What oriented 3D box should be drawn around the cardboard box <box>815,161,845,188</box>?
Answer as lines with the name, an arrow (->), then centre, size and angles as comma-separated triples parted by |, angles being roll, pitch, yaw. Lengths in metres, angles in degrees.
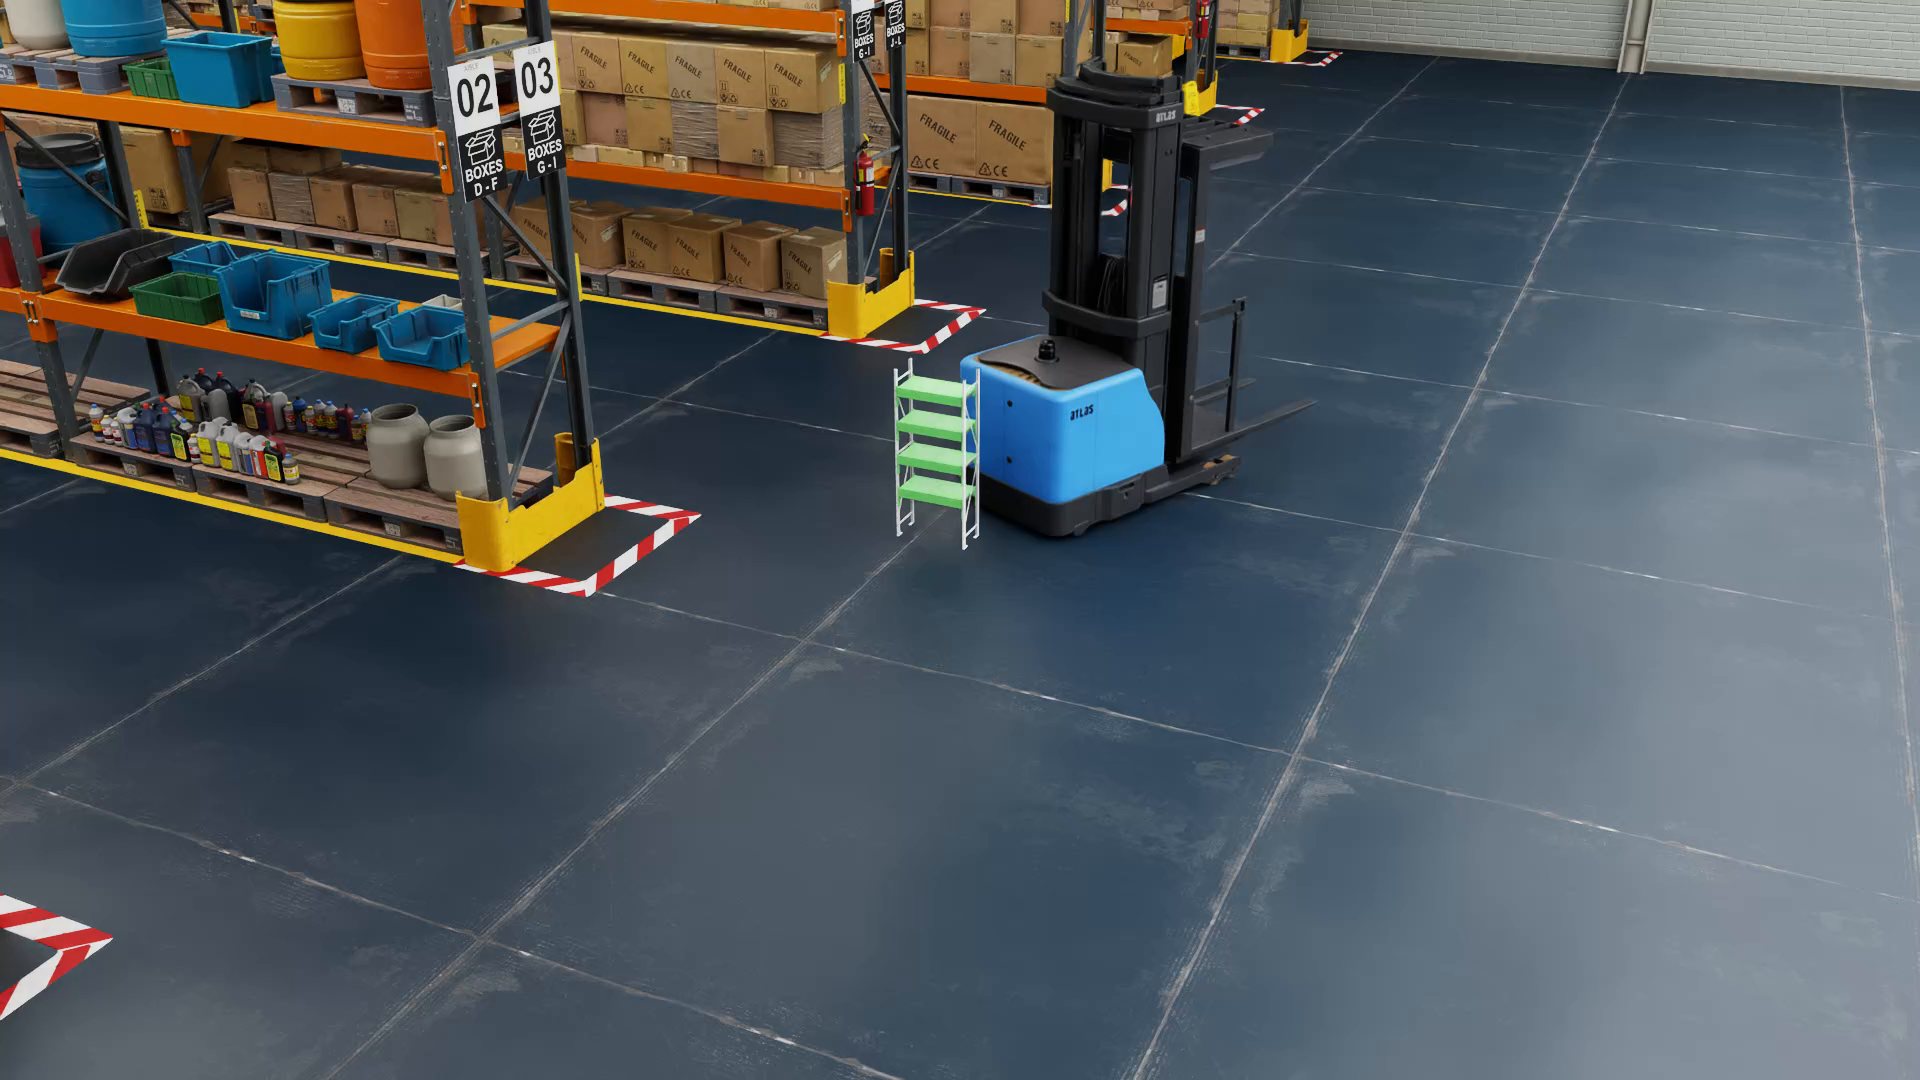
cardboard box -> -1.086, -3.244, 14.727 | 0.250, 0.149, 0.380 | 11, 28, 22

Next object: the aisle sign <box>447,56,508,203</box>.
aisle sign -> -2.849, -2.430, 9.846 | 0.004, 0.787, 0.394 | 11, 28, 22

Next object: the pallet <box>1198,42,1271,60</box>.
pallet -> 4.699, -8.241, 27.749 | 1.213, 0.211, 1.003 | 11, 28, 22

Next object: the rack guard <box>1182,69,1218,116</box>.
rack guard -> 3.292, -6.265, 23.408 | 0.348, 0.500, 1.175 | 11, 28, 22

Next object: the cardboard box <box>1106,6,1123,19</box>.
cardboard box -> 2.184, -7.334, 23.034 | 0.250, 0.149, 0.380 | 12, 29, 23

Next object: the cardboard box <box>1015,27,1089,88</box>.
cardboard box -> 1.047, -5.480, 18.815 | 0.550, 0.550, 0.875 | 11, 28, 22

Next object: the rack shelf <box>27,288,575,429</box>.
rack shelf -> -4.612, -1.439, 11.591 | 4.000, 0.370, 1.077 | 11, 28, 22

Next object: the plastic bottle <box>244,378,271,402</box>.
plastic bottle -> -5.258, -1.040, 12.468 | 0.185, 0.351, 0.144 | 11, 28, 21

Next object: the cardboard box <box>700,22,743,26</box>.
cardboard box -> -2.823, -6.127, 20.186 | 0.500, 0.500, 0.500 | 11, 28, 21

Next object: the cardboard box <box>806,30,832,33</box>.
cardboard box -> -1.387, -6.008, 19.887 | 0.550, 0.550, 0.875 | 11, 28, 22

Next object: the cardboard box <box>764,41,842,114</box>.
cardboard box -> -1.344, -4.016, 14.428 | 0.500, 0.500, 0.500 | 11, 28, 22

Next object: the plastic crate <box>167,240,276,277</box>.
plastic crate -> -5.313, -1.967, 12.018 | 0.616, 0.251, 0.499 | 11, 28, 22

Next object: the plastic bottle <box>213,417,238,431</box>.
plastic bottle -> -5.272, -0.740, 11.943 | 0.135, 0.276, 0.152 | 11, 28, 22

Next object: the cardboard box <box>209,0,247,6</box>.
cardboard box -> -10.077, -7.711, 23.065 | 0.500, 0.500, 0.500 | 11, 28, 22

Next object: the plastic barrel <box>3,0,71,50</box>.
plastic barrel -> -6.122, -3.554, 11.074 | 0.421, 0.512, 0.421 | 0, 26, 0

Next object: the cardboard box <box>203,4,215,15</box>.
cardboard box -> -10.375, -7.479, 23.329 | 0.250, 0.149, 0.380 | 13, 29, 24

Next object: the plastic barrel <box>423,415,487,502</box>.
plastic barrel -> -3.422, -0.558, 11.328 | 0.421, 0.512, 0.421 | 0, 26, 0

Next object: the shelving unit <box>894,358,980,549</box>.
shelving unit -> -0.151, -0.569, 11.046 | 0.503, 1.200, 0.258 | 11, 28, 22

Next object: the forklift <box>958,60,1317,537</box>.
forklift -> 1.426, -1.868, 11.726 | 3.031, 2.935, 1.130 | -21, 33, -36

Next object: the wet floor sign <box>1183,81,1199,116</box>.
wet floor sign -> 3.091, -5.851, 22.403 | 0.232, 0.644, 0.267 | 23, 35, 39

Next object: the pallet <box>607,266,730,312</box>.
pallet -> -2.642, -2.537, 16.163 | 1.213, 0.211, 1.003 | 11, 28, 22

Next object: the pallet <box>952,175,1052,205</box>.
pallet -> 0.644, -4.227, 19.597 | 1.213, 0.211, 1.003 | 11, 28, 22

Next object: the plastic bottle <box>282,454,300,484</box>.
plastic bottle -> -4.645, -0.497, 11.534 | 0.097, 0.201, 0.097 | 0, 26, 0

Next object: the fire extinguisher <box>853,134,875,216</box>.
fire extinguisher -> -0.828, -3.147, 14.333 | 0.183, 0.674, 0.296 | 11, 28, 22

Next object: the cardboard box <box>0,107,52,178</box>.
cardboard box -> -10.260, -4.545, 19.015 | 0.875, 0.875, 1.225 | 10, 28, 20

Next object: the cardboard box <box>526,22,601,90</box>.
cardboard box -> -3.622, -4.470, 15.352 | 0.500, 0.500, 0.500 | 11, 28, 22

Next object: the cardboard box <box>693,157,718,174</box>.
cardboard box -> -2.231, -3.466, 15.178 | 0.250, 0.149, 0.380 | 11, 28, 22

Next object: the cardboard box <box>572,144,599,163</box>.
cardboard box -> -3.408, -3.656, 15.565 | 0.250, 0.149, 0.380 | 11, 28, 22

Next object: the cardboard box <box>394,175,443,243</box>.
cardboard box -> -5.359, -3.410, 17.113 | 0.500, 0.500, 0.700 | 11, 28, 21

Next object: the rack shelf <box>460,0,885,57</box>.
rack shelf -> -2.562, -4.776, 14.973 | 4.000, 0.370, 1.077 | 11, 28, 22

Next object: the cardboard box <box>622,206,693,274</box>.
cardboard box -> -2.913, -2.913, 16.125 | 0.500, 0.500, 0.500 | 9, 28, 17

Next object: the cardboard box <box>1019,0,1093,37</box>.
cardboard box -> 1.082, -5.998, 18.645 | 0.550, 0.550, 0.875 | 11, 28, 22

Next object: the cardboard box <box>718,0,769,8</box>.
cardboard box -> -1.741, -4.742, 14.260 | 0.500, 0.250, 0.500 | 12, 28, 22

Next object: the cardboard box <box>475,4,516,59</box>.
cardboard box -> -5.048, -4.778, 16.404 | 1.000, 1.000, 1.000 | 12, 28, 22

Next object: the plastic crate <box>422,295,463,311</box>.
plastic crate -> -3.473, -1.571, 11.343 | 0.250, 0.136, 0.298 | 11, 28, 22

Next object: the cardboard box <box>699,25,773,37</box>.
cardboard box -> -2.037, -4.410, 15.229 | 0.500, 0.500, 0.500 | 11, 28, 22

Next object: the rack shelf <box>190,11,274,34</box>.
rack shelf -> -11.340, -7.600, 24.106 | 4.000, 0.370, 1.077 | 11, 28, 22

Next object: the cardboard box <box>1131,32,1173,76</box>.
cardboard box -> 2.719, -6.926, 23.710 | 0.500, 0.500, 0.500 | 10, 28, 20

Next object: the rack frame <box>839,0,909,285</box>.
rack frame -> -0.741, -3.387, 14.734 | 0.127, 3.000, 1.000 | 11, 28, 22

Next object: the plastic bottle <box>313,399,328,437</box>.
plastic bottle -> -4.716, -0.907, 12.287 | 0.097, 0.271, 0.097 | 0, 26, 0

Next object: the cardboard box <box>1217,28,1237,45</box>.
cardboard box -> 4.405, -8.377, 27.506 | 0.500, 0.250, 0.500 | 11, 28, 22

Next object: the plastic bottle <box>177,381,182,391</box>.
plastic bottle -> -5.973, -1.128, 12.816 | 0.097, 0.201, 0.097 | 0, 26, 0

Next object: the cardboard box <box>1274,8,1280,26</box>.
cardboard box -> 5.070, -8.717, 27.631 | 0.500, 0.250, 0.500 | 12, 29, 23

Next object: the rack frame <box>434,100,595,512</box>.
rack frame -> -2.792, -1.396, 10.689 | 0.127, 3.000, 1.000 | 11, 28, 22

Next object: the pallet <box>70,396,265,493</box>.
pallet -> -5.839, -0.737, 12.507 | 1.213, 0.211, 1.003 | 11, 28, 22

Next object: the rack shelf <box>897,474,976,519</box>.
rack shelf -> -0.151, -0.296, 11.181 | 0.480, 0.148, 0.258 | 11, 28, 22

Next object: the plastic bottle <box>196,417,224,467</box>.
plastic bottle -> -5.311, -0.710, 11.796 | 0.185, 0.351, 0.144 | 11, 28, 21

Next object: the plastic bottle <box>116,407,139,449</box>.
plastic bottle -> -6.018, -0.820, 12.105 | 0.135, 0.276, 0.152 | 12, 29, 24

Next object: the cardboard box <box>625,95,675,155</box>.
cardboard box -> -2.623, -3.925, 15.377 | 0.500, 0.500, 0.875 | 11, 28, 22

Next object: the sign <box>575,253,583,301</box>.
sign -> -2.560, -1.740, 11.076 | 0.005, 0.325, 0.100 | 11, 28, 22

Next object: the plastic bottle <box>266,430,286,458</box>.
plastic bottle -> -4.819, -0.634, 11.719 | 0.133, 0.283, 0.061 | 11, 28, 22
